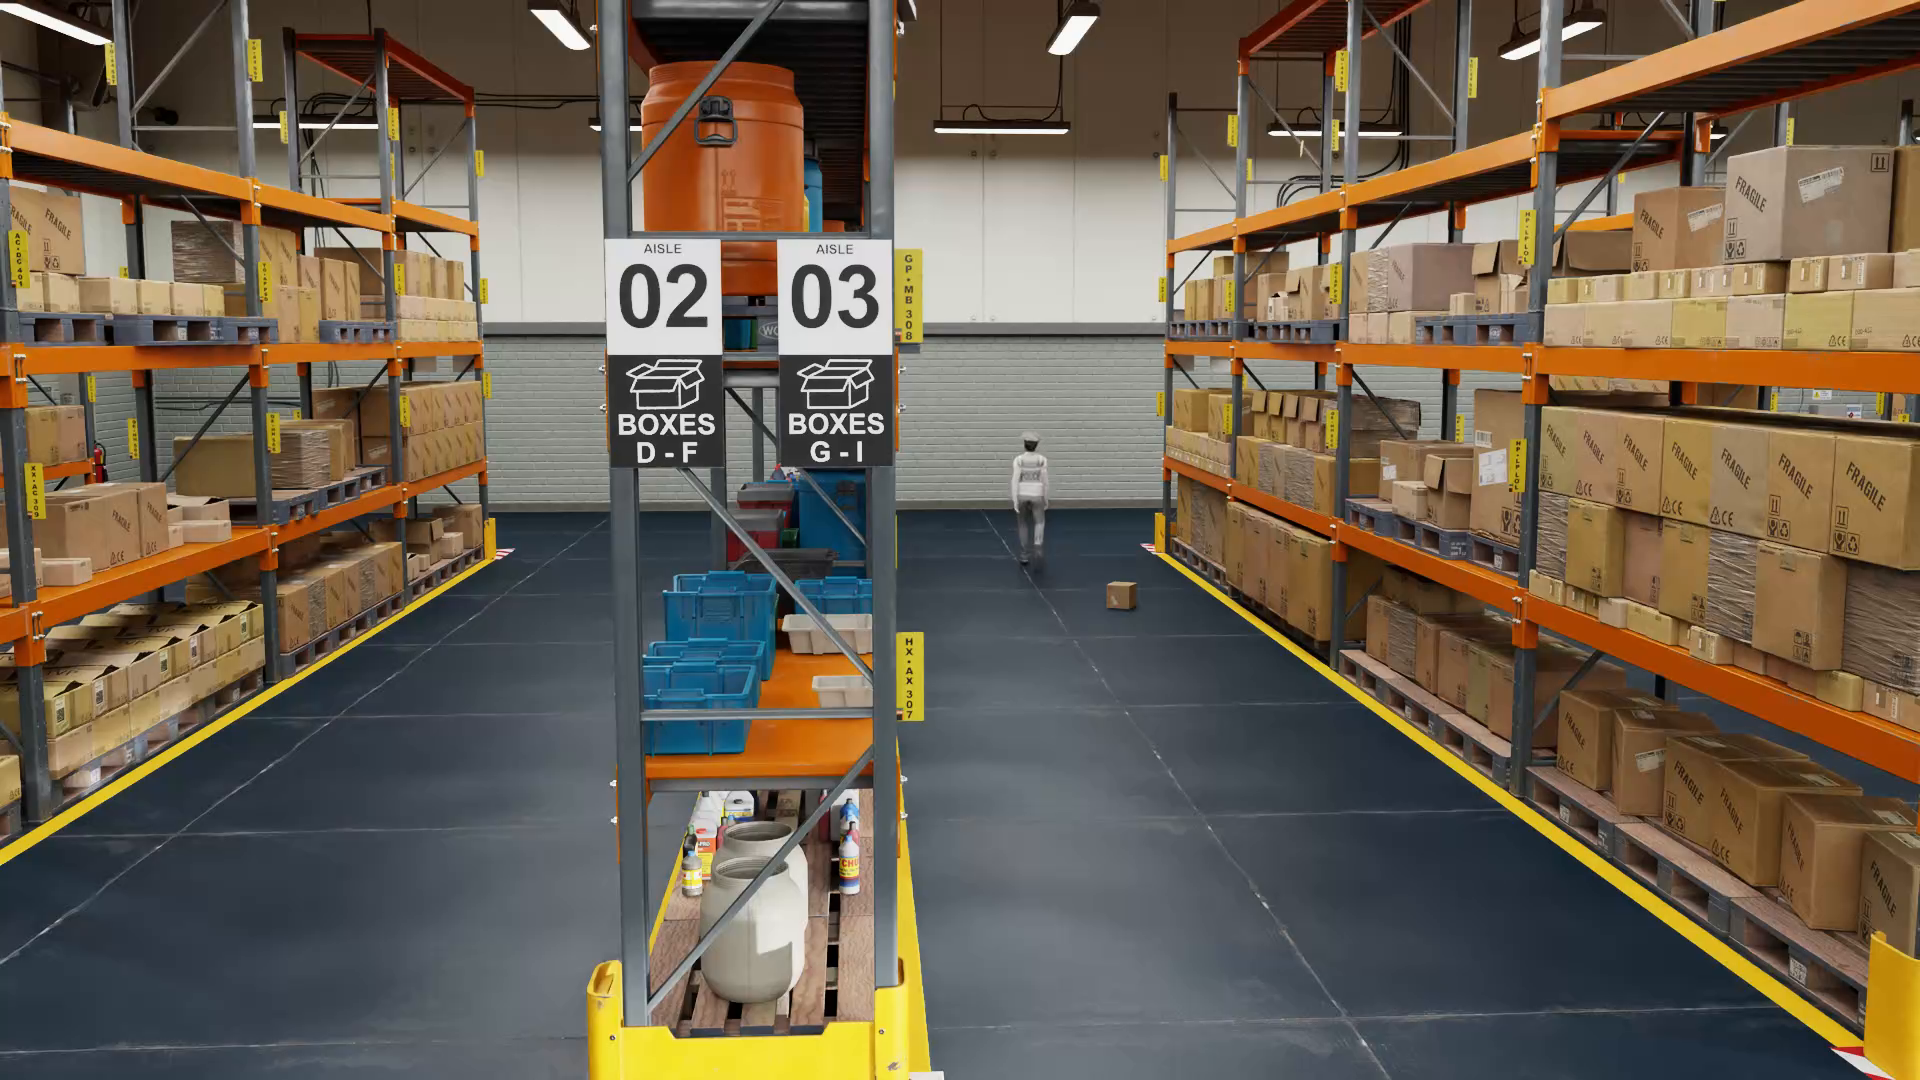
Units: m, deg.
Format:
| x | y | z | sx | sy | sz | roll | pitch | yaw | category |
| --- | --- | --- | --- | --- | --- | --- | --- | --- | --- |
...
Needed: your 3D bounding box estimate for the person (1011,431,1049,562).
| x | y | z | sx | sy | sz | roll | pitch | yaw | category |
| --- | --- | --- | --- | --- | --- | --- | --- | --- | --- |
| 0.876 | -0.530 | 20.849 | 0.473 | 1.667 | 0.707 | 0 | 7 | 1 | person |
